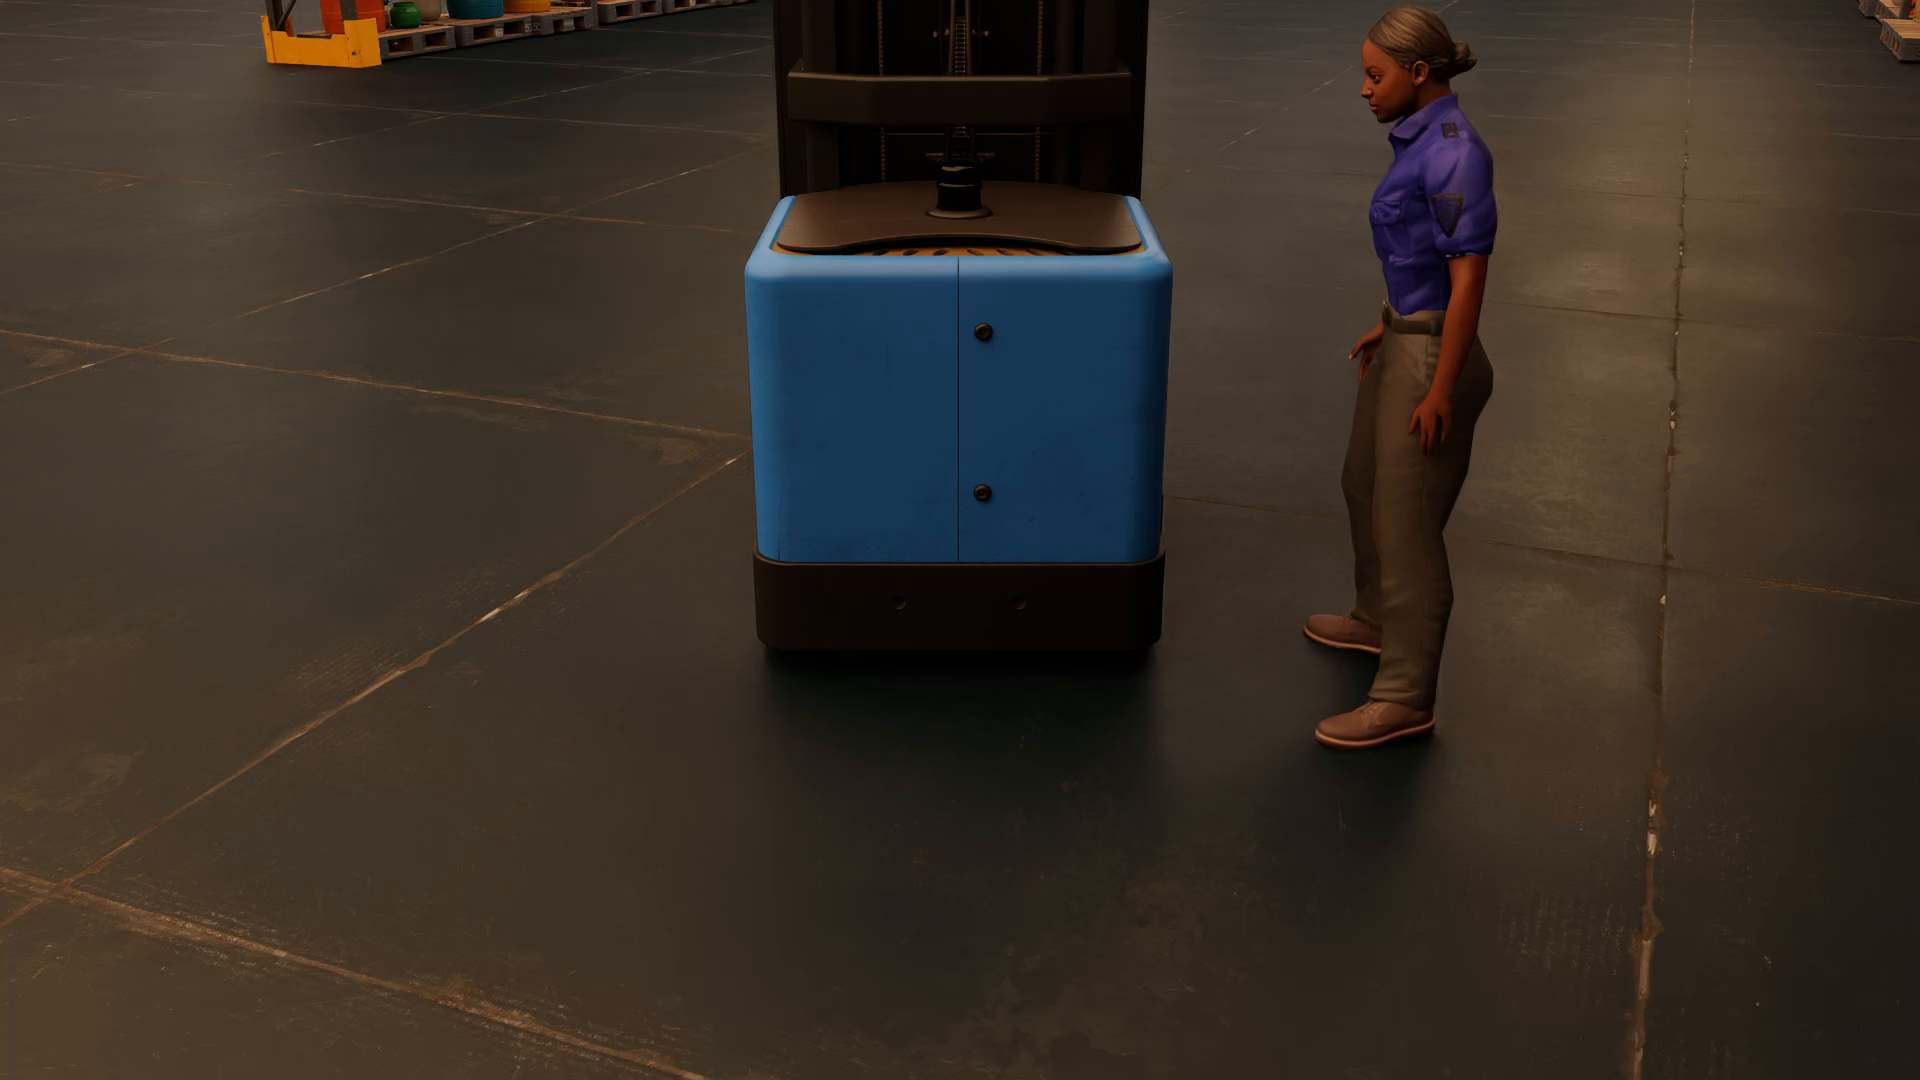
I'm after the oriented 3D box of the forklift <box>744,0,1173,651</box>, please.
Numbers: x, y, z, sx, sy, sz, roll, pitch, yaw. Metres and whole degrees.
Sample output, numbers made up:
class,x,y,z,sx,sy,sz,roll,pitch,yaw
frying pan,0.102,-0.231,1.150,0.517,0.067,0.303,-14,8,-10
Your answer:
class,x,y,z,sx,sy,sz,roll,pitch,yaw
forklift,0.002,-1.587,5.089,1.130,2.935,3.031,0,23,0

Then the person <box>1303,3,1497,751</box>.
class,x,y,z,sx,sy,sz,roll,pitch,yaw
person,1.055,-0.387,3.898,0.359,1.655,0.700,4,23,9
